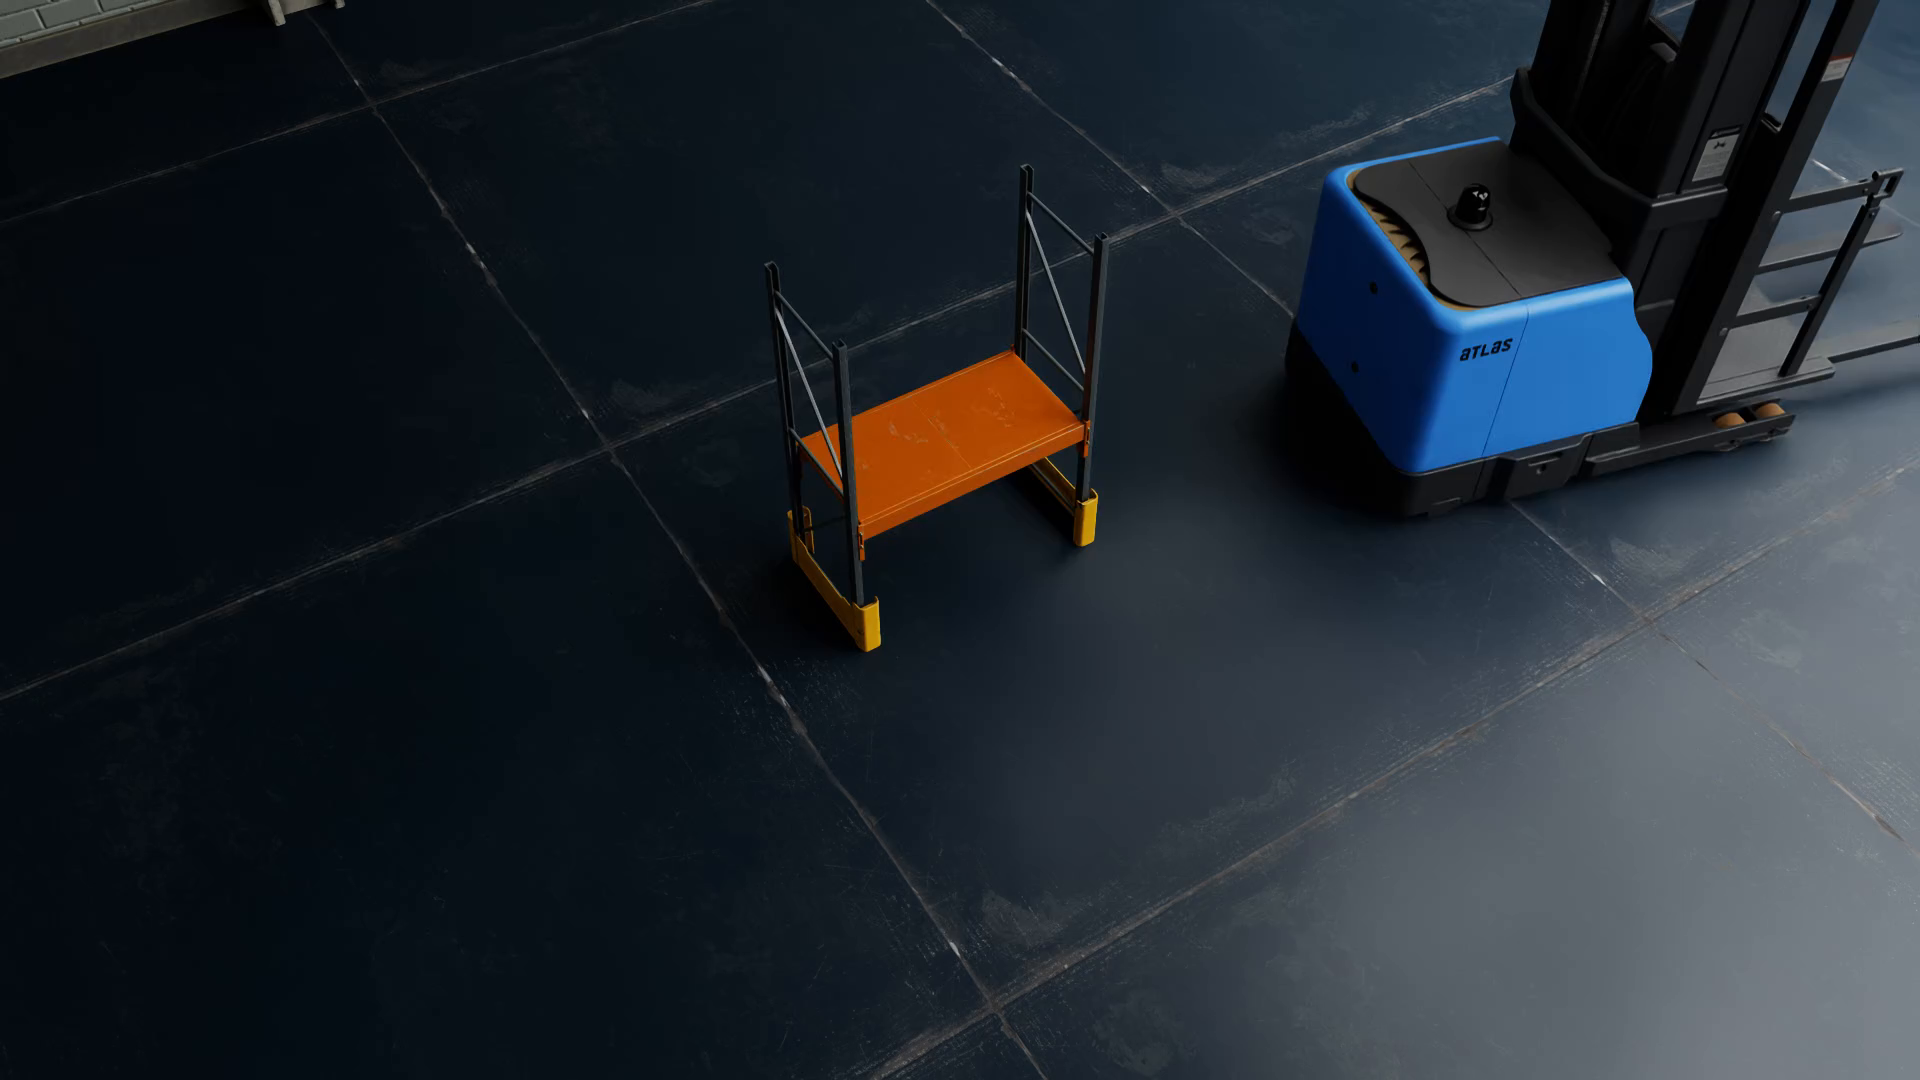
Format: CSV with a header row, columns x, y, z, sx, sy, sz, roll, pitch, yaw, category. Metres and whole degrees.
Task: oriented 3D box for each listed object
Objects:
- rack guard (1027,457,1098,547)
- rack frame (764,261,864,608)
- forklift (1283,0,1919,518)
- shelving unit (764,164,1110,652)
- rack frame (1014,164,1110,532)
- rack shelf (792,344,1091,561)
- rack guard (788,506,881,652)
x,y,z,sx,sy,sz,roll,pitch,yaw,category
0.357,-0.251,6.752,0.087,0.250,0.587,-25,53,-21,rack guard
-0.502,-0.262,5.925,0.032,1.500,0.500,-25,53,-21,rack frame
2.989,-1.711,6.257,3.031,2.935,1.130,-13,50,-12,forklift
-0.064,-0.468,6.108,1.083,1.500,0.587,-25,53,-21,shelving unit
0.358,-0.667,6.285,0.032,1.500,0.500,-25,53,-21,rack frame
-0.072,-0.345,6.239,1.000,0.185,0.538,-25,53,-21,rack shelf
-0.486,0.146,6.398,0.087,0.250,0.587,-25,53,-21,rack guard
